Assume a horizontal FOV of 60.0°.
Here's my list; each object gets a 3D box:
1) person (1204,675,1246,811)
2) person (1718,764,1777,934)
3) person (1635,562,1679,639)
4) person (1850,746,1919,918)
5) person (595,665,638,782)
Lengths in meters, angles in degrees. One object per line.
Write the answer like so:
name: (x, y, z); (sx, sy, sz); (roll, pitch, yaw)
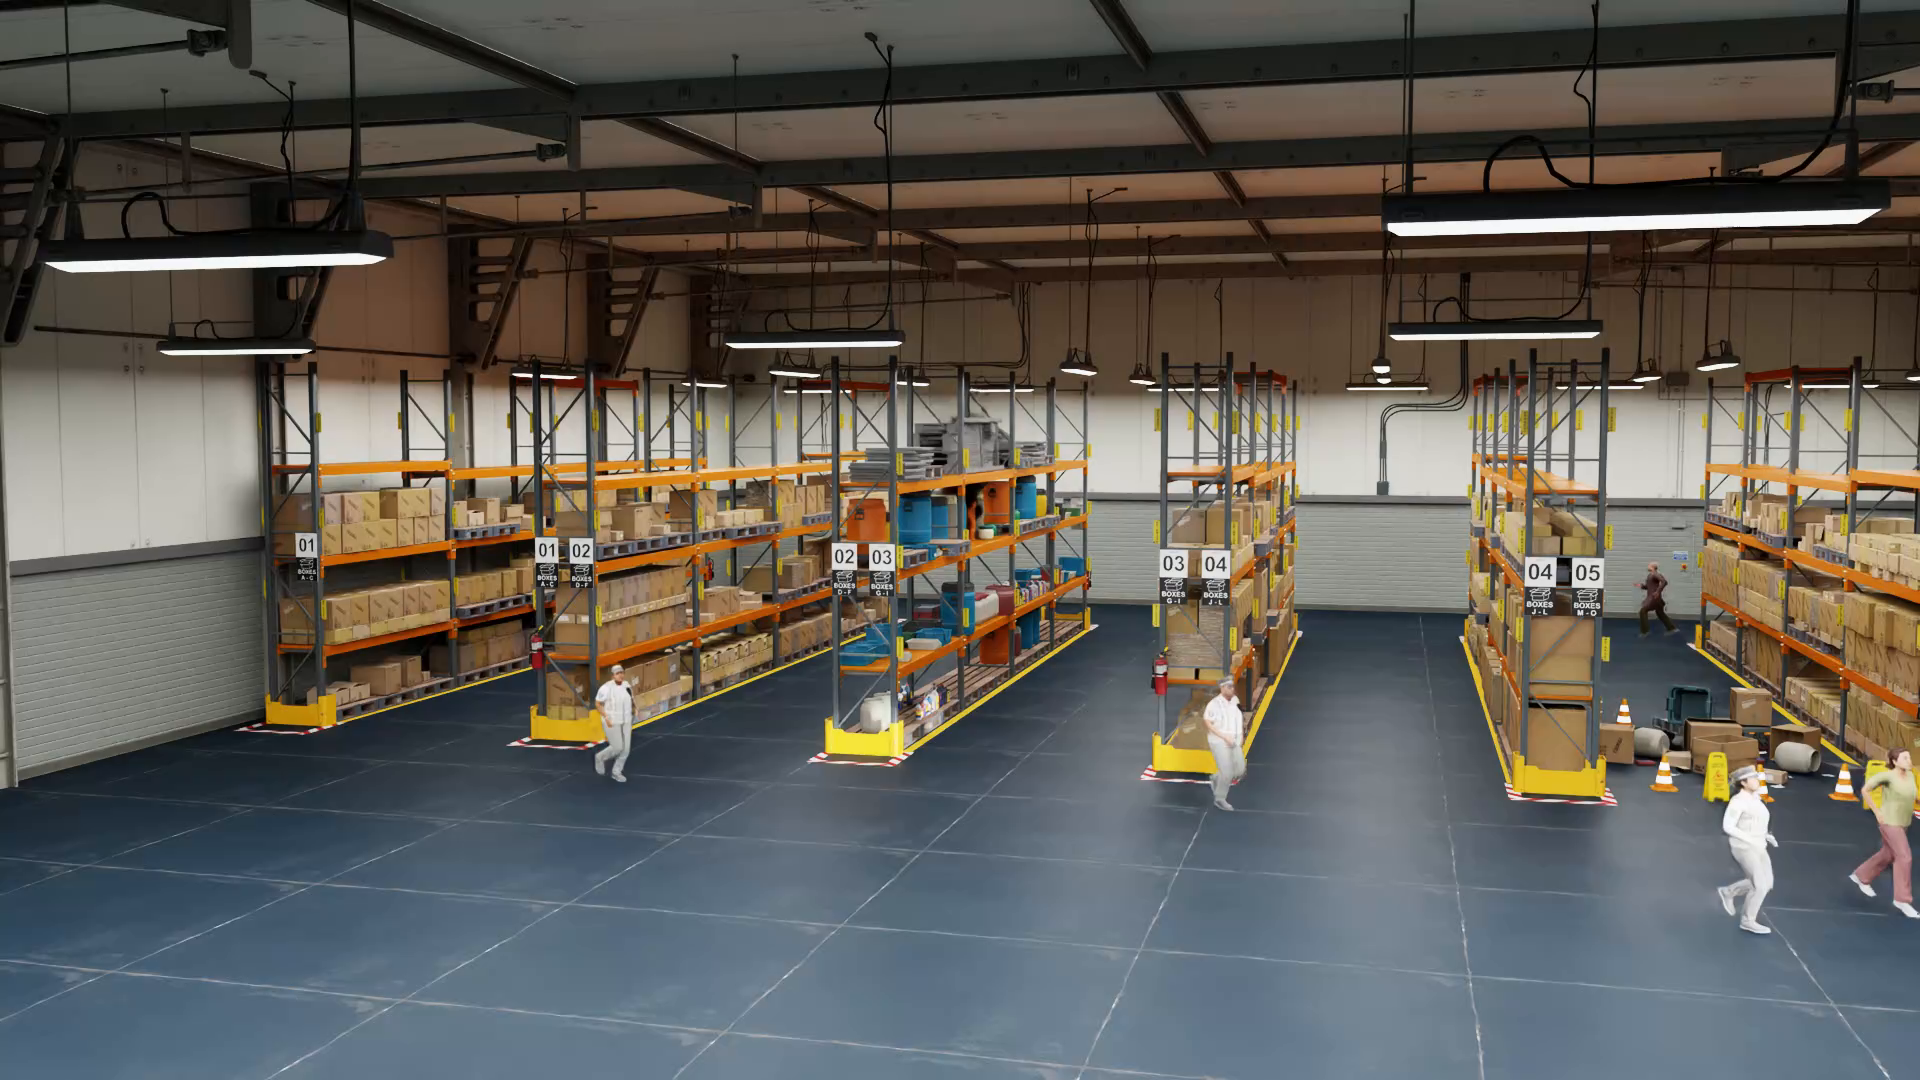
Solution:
person: (3.435, 2.627, 21.650); (0.673, 1.741, 0.624); (-3, 5, -39)
person: (7.745, 3.022, 16.412); (0.614, 1.647, 0.580); (-3, 5, -39)
person: (16.091, 1.420, 38.410); (0.986, 1.840, 0.731); (2, 4, 26)
person: (9.610, 2.953, 17.172); (0.572, 1.702, 0.840); (-2, 4, -25)
person: (-4.796, 2.566, 23.316); (0.599, 1.626, 0.589); (-4, 6, -44)
